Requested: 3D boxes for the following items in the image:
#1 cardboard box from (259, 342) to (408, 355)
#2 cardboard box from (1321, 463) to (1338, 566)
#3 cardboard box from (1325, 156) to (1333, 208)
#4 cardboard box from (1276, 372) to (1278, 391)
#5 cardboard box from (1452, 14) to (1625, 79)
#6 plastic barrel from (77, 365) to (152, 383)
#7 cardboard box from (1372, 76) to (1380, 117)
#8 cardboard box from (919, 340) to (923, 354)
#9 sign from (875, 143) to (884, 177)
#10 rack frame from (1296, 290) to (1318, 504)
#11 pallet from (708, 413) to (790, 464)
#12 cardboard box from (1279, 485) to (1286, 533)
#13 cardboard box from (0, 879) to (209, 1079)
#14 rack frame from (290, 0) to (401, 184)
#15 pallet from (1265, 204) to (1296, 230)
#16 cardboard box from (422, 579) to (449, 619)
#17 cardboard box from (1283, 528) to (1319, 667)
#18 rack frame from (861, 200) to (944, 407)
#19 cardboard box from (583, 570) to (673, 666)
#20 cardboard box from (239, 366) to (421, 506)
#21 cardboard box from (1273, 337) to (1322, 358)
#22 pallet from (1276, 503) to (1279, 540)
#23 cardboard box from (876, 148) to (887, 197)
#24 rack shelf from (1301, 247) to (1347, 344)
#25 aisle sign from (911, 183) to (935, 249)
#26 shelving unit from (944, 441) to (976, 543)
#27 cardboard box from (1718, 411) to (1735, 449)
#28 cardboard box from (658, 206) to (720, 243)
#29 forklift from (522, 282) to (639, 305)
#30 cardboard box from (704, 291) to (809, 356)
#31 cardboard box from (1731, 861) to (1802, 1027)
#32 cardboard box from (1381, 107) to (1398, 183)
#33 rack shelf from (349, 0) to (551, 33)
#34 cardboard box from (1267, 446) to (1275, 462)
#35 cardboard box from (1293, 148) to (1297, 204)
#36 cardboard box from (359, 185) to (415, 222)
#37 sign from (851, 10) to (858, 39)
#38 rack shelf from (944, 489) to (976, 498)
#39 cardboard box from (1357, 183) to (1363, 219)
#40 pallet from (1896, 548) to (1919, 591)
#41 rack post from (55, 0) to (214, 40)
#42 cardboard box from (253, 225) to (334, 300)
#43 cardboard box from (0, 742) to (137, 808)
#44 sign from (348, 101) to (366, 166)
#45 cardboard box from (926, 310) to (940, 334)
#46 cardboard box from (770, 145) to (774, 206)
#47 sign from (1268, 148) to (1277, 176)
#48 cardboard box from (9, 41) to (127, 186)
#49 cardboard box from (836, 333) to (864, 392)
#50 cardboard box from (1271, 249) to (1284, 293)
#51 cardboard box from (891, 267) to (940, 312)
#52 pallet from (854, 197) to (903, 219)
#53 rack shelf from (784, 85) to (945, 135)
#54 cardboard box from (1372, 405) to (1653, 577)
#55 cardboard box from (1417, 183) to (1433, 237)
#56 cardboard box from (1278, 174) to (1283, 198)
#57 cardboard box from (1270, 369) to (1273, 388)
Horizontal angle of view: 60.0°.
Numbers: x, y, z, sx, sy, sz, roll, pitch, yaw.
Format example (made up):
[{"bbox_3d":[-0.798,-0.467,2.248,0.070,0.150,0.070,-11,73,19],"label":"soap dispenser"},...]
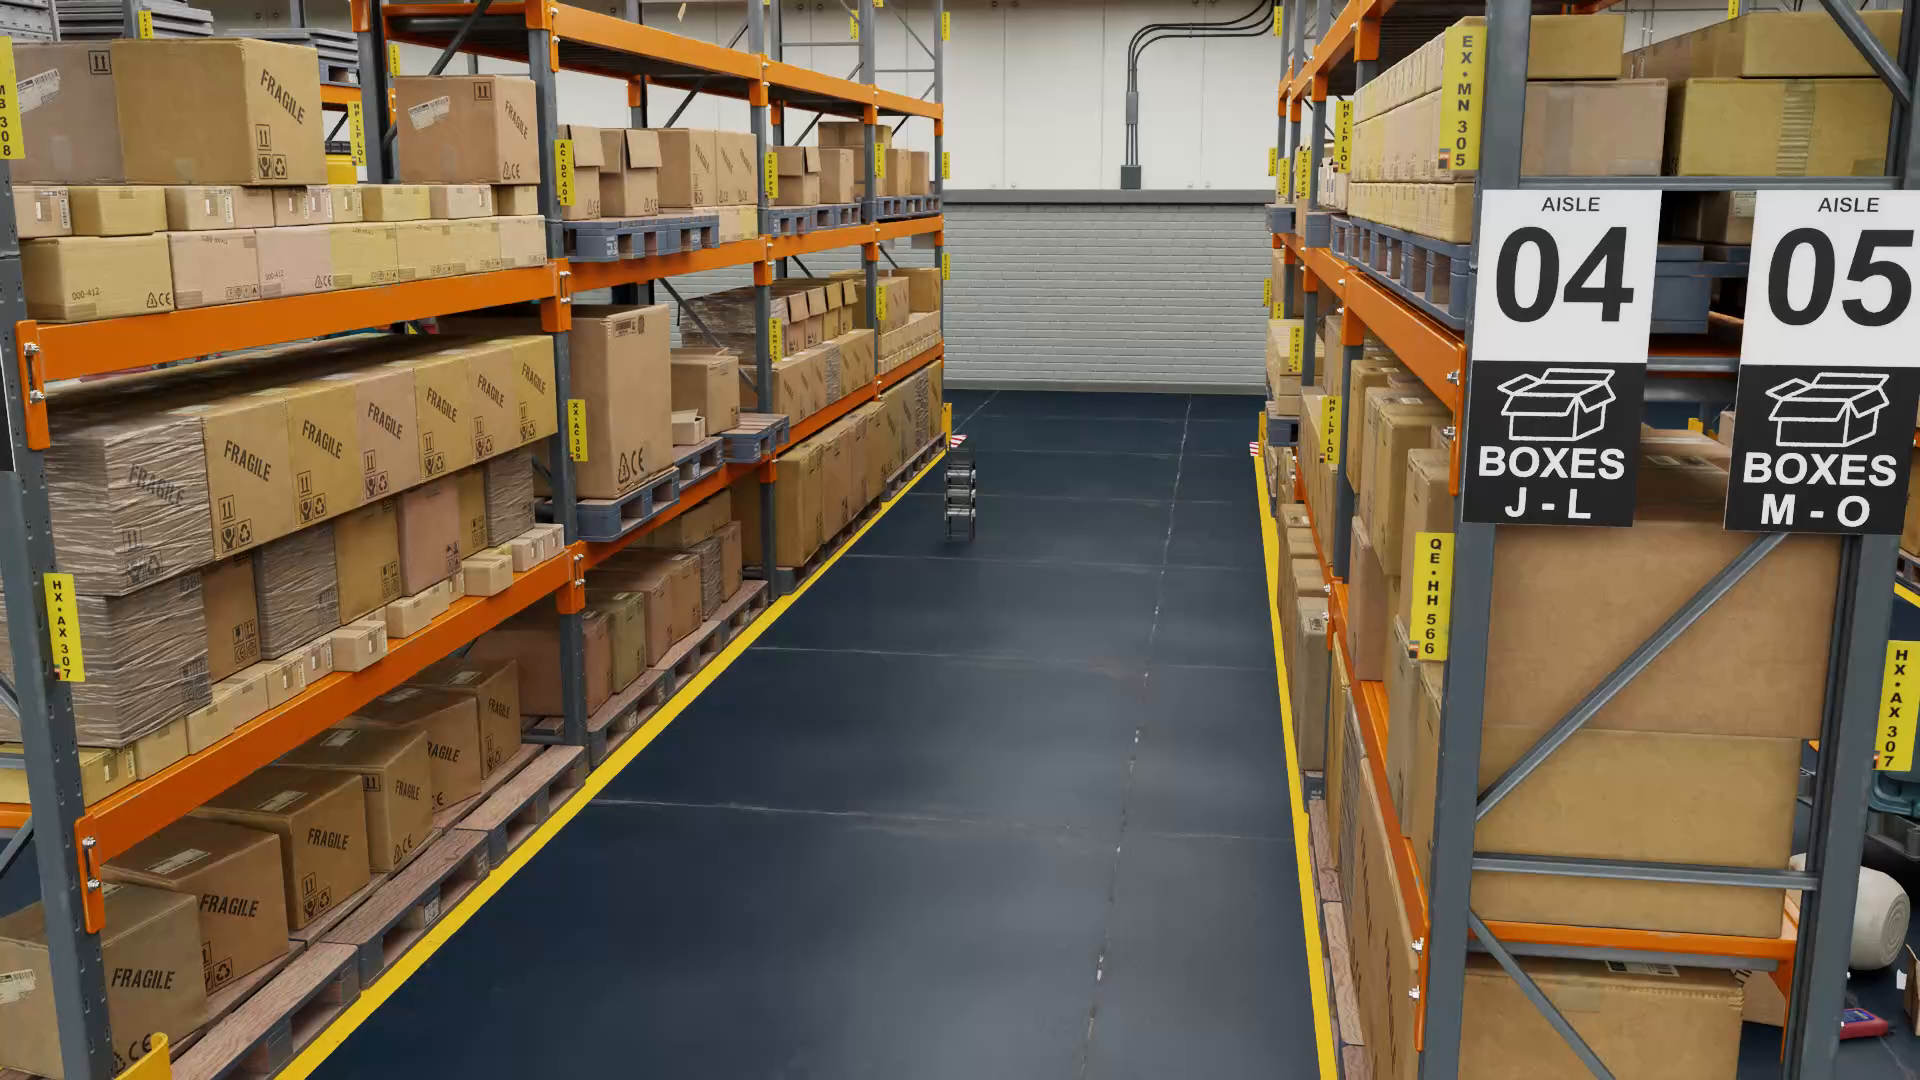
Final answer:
[{"bbox_3d":[-2.949,-0.663,7.891,0.500,0.500,0.500,2,12,9],"label":"cardboard box"},{"bbox_3d":[2.148,-0.154,8.608,0.500,0.500,0.500,2,12,8],"label":"cardboard box"},{"bbox_3d":[2.462,-2.143,9.931,0.500,0.311,0.500,2,12,8],"label":"cardboard box"},{"bbox_3d":[2.612,-1.222,12.693,0.380,0.149,0.250,2,12,11],"label":"cardboard box"},{"bbox_3d":[1.433,-1.224,4.159,0.380,0.149,0.250,2,12,9],"label":"cardboard box"},{"bbox_3d":[-6.605,-1.123,13.018,0.600,0.536,0.708,2,12,9],"label":"plastic barrel"},{"bbox_3d":[1.785,-1.699,6.361,0.380,0.149,0.250,2,12,9],"label":"cardboard box"},{"bbox_3d":[-0.632,-2.194,18.905,0.380,0.149,0.250,2,12,9],"label":"cardboard box"},{"bbox_3d":[-0.786,-3.693,16.170,0.100,0.325,0.005,2,12,9],"label":"sign"},{"bbox_3d":[2.947,-0.821,11.938,1.000,3.000,0.127,2,12,9],"label":"rack frame"},{"bbox_3d":[-1.943,-0.757,12.098,1.213,0.211,1.003,2,12,9],"label":"pallet"},{"bbox_3d":[2.939,-0.168,13.847,0.500,0.500,0.500,1,12,6],"label":"cardboard box"},{"bbox_3d":[-3.056,1.550,5.874,0.500,0.500,0.500,4,13,19],"label":"cardboard box"},{"bbox_3d":[-6.217,-4.928,16.758,1.000,3.000,0.127,2,12,9],"label":"rack frame"},{"bbox_3d":[3.362,-2.903,14.926,1.213,0.211,1.003,2,12,9],"label":"pallet"},{"bbox_3d":[-2.537,0.266,7.493,0.380,0.149,0.250,2,12,9],"label":"cardboard box"},{"bbox_3d":[2.633,0.380,10.712,1.050,0.750,0.750,2,12,10],"label":"cardboard box"},{"bbox_3d":[-0.708,-2.668,20.509,1.000,3.000,0.127,2,12,9],"label":"rack frame"},{"bbox_3d":[-2.260,0.495,10.723,0.700,0.500,0.500,1,12,4],"label":"cardboard box"},{"bbox_3d":[-2.585,-0.438,6.846,0.500,0.500,0.500,2,12,9],"label":"cardboard box"},{"bbox_3d":[2.770,-1.580,13.649,0.380,0.149,0.250,2,12,11],"label":"cardboard box"},{"bbox_3d":[3.444,-0.128,15.344,1.003,0.211,1.213,2,12,9],"label":"pallet"},{"bbox_3d":[-1.175,-3.881,17.548,0.700,0.500,0.500,3,12,12],"label":"cardboard box"},{"bbox_3d":[2.639,-1.519,9.766,1.077,0.370,4.000,2,12,9],"label":"rack shelf"},{"bbox_3d":[-0.401,-3.944,20.260,0.394,0.787,0.004,2,12,9],"label":"aisle sign"},{"bbox_3d":[0.001,-0.442,15.163,0.258,0.900,0.210,2,12,9],"label":"shelving unit"},{"bbox_3d":[9.081,-1.159,18.592,0.875,0.438,0.875,1,12,7],"label":"cardboard box"},{"bbox_3d":[-1.912,-2.080,11.020,0.500,0.250,0.500,2,12,10],"label":"cardboard box"},{"bbox_3d":[-3.558,-1.487,15.192,1.130,2.935,3.031,2,12,11],"label":"forklift"},{"bbox_3d":[-1.707,-1.829,13.998,0.797,0.503,0.637,2,12,10],"label":"cardboard box"},{"bbox_3d":[3.107,1.589,6.684,0.500,0.500,0.500,4,13,18],"label":"cardboard box"},{"bbox_3d":[1.750,-1.372,5.794,0.500,0.250,0.500,2,12,9],"label":"cardboard box"},{"bbox_3d":[-2.861,-2.333,6.430,1.077,0.370,4.000,2,12,9],"label":"rack shelf"},{"bbox_3d":[3.573,-0.935,18.239,0.380,0.149,0.250,1,12,6],"label":"cardboard box"},{"bbox_3d":[3.395,-3.299,15.082,0.700,0.500,0.500,2,12,9],"label":"cardboard box"},{"bbox_3d":[-2.516,-1.406,6.945,0.380,0.149,0.250,2,12,11],"label":"cardboard box"},{"bbox_3d":[-1.255,-6.154,19.852,0.100,0.325,0.005,2,12,9],"label":"sign"},{"bbox_3d":[0.001,-0.409,15.170,0.258,0.077,0.200,2,12,9],"label":"rack shelf"},{"bbox_3d":[1.862,-1.415,6.939,0.380,0.149,0.250,2,12,9],"label":"cardboard box"},{"bbox_3d":[8.239,0.267,13.511,1.003,0.211,1.213,2,12,9],"label":"pallet"},{"bbox_3d":[-6.762,-4.211,13.608,0.954,0.300,0.937,2,12,9],"label":"rack post"},{"bbox_3d":[-2.686,-1.033,6.158,0.500,0.250,0.500,2,12,8],"label":"cardboard box"},{"bbox_3d":[-2.889,0.734,5.320,0.380,0.149,0.250,2,12,9],"label":"cardboard box"},{"bbox_3d":[-3.103,-2.099,8.586,0.100,0.325,0.005,2,12,9],"label":"sign"},{"bbox_3d":[-0.520,-2.630,19.986,0.500,0.250,0.500,2,12,8],"label":"cardboard box"},{"bbox_3d":[-1.870,-3.035,13.858,0.500,0.500,0.500,3,12,12],"label":"cardboard box"},{"bbox_3d":[3.641,-4.397,19.339,0.100,0.325,0.005,2,12,9],"label":"sign"},{"bbox_3d":[-3.180,-1.573,6.179,0.500,0.500,0.500,2,12,9],"label":"cardboard box"},{"bbox_3d":[-1.208,-1.675,15.665,0.500,0.500,0.500,2,12,10],"label":"cardboard box"},{"bbox_3d":[3.846,-3.084,19.125,0.500,0.500,0.500,2,12,8],"label":"cardboard box"},{"bbox_3d":[-0.523,-2.997,19.905,0.500,0.500,0.500,2,12,9],"label":"cardboard box"},{"bbox_3d":[-1.187,-3.428,17.127,1.003,0.211,1.213,2,12,9],"label":"pallet"},{"bbox_3d":[-1.016,-4.637,18.063,1.077,0.370,4.000,2,12,9],"label":"rack shelf"},{"bbox_3d":[1.979,-0.177,6.031,0.875,0.550,0.500,2,12,9],"label":"cardboard box"},{"bbox_3d":[1.511,-0.939,4.730,0.380,0.149,0.250,2,12,9],"label":"cardboard box"},{"bbox_3d":[3.608,-3.722,17.449,0.500,0.250,0.500,1,12,7],"label":"cardboard box"},{"bbox_3d":[2.810,-1.344,13.968,0.380,0.149,0.250,1,12,6],"label":"cardboard box"}]
